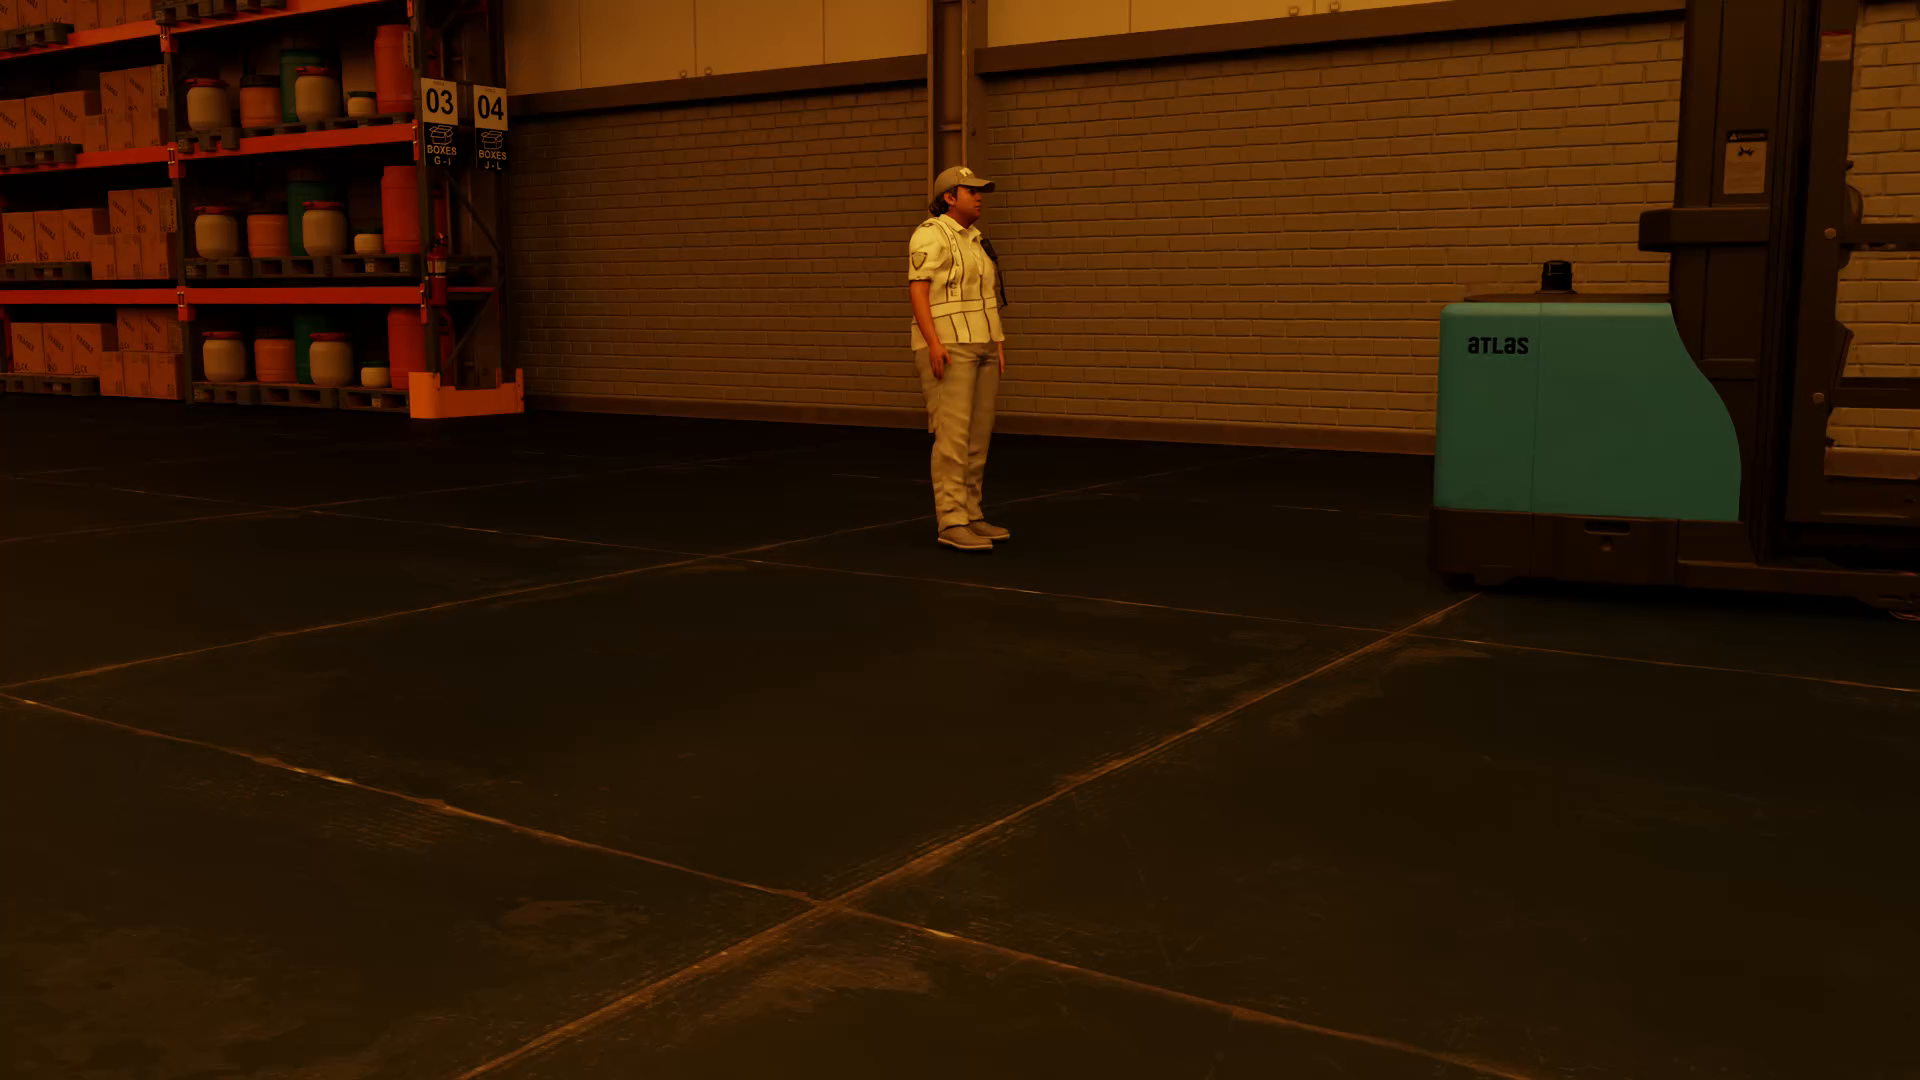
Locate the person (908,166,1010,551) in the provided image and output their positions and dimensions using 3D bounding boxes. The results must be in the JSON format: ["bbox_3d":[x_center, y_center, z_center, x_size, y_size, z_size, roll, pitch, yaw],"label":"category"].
[{"bbox_3d":[0.051,-0.825,7.424,0.529,1.670,0.598,5,10,34],"label":"person"}]

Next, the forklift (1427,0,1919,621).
[{"bbox_3d":[3.346,-1.250,5.982,3.031,2.935,1.130,3,9,22],"label":"forklift"}]
